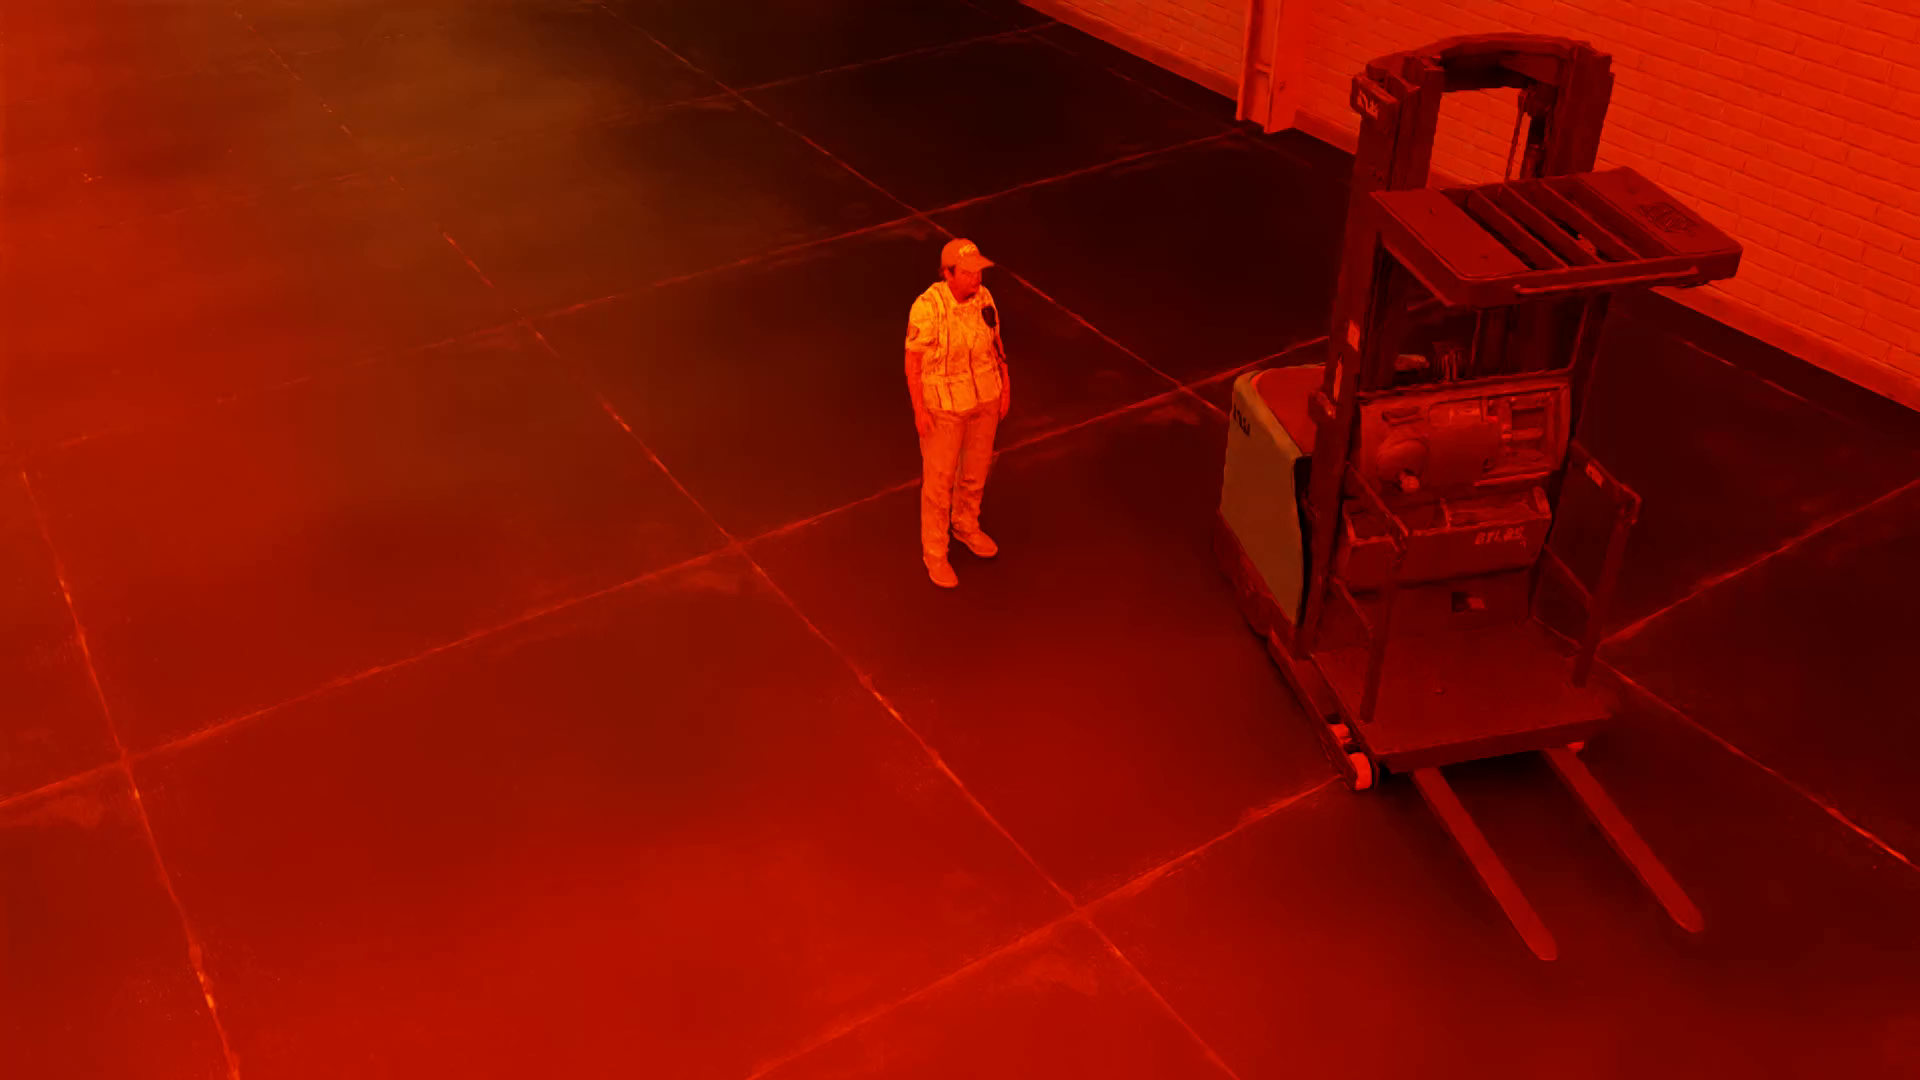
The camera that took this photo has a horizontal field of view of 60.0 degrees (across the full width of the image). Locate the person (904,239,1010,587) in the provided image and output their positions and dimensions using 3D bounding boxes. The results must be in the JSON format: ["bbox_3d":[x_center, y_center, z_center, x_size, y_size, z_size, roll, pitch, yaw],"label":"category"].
[{"bbox_3d":[0.023,-0.644,8.151,0.598,1.669,0.529,-21,40,-27],"label":"person"}]

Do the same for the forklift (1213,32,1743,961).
[{"bbox_3d":[2.126,-0.362,6.663,1.130,2.935,3.031,-8,36,-11],"label":"forklift"}]
